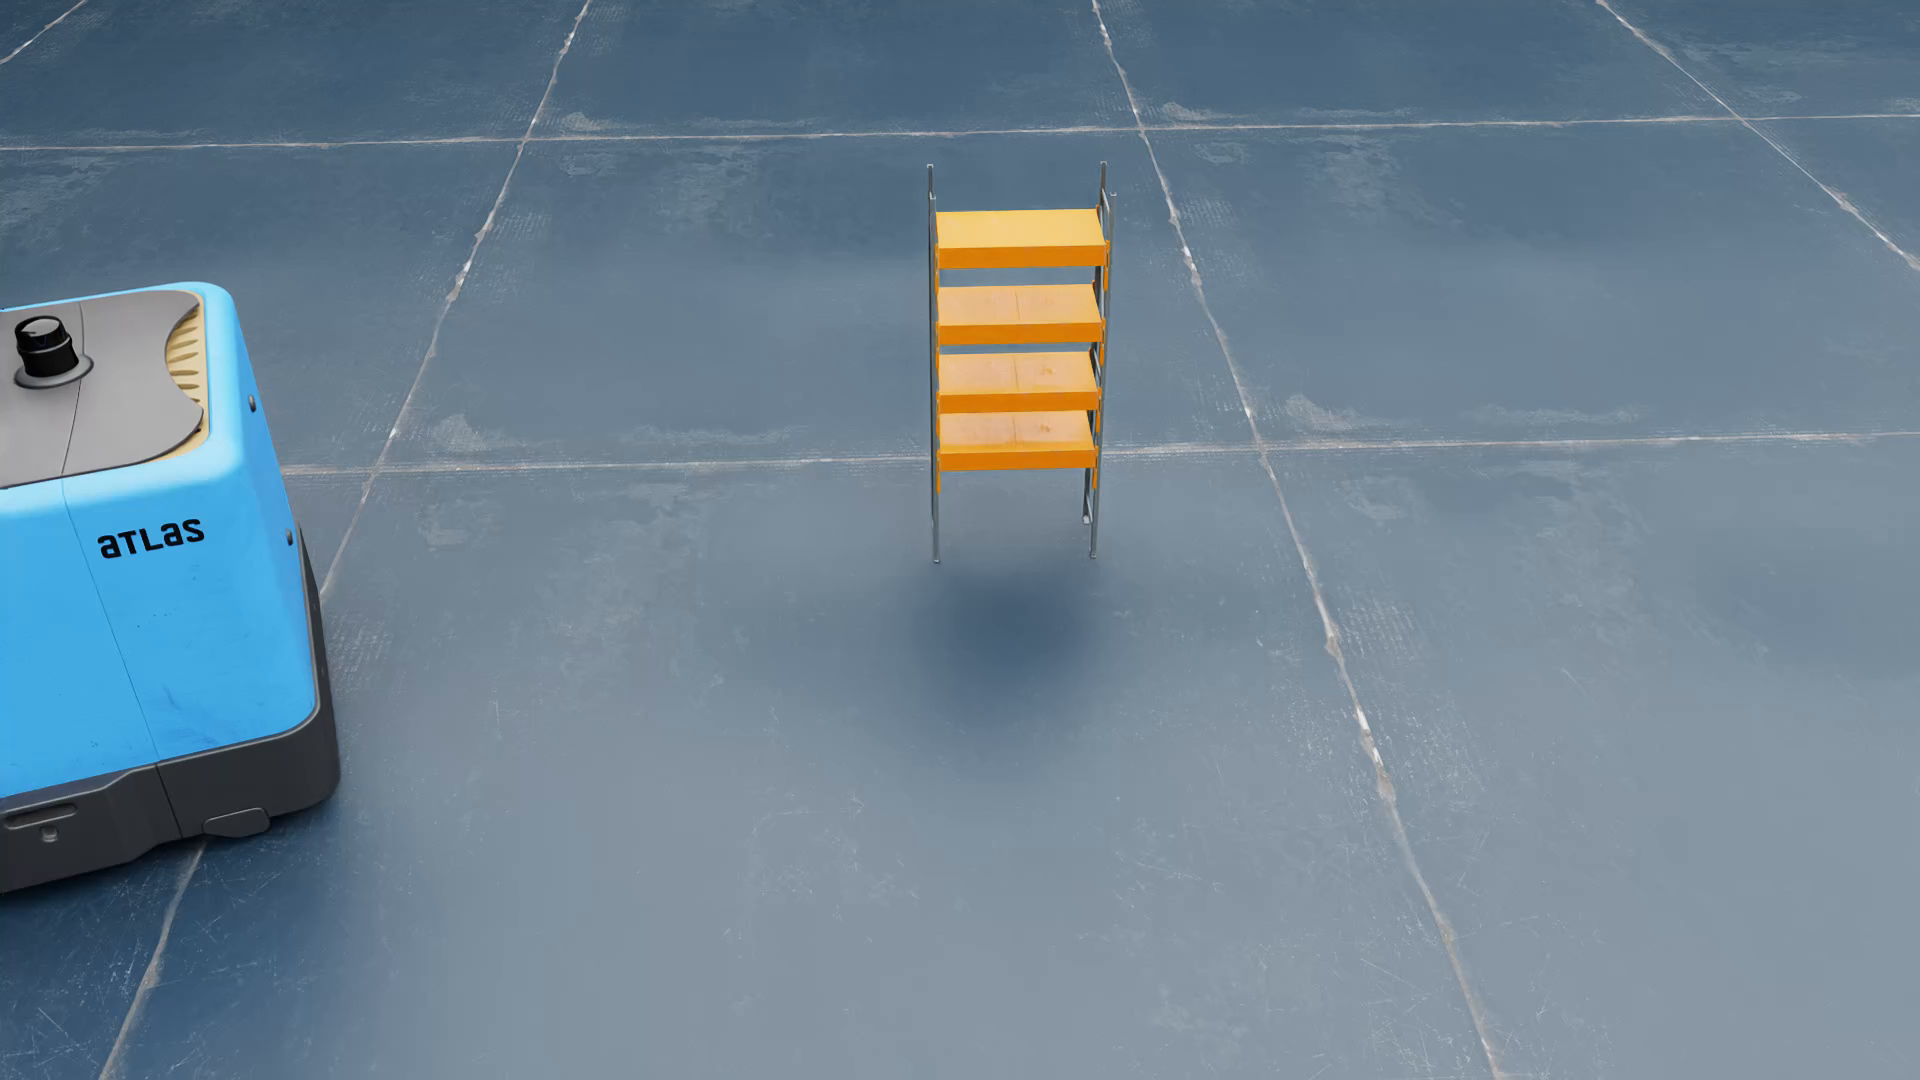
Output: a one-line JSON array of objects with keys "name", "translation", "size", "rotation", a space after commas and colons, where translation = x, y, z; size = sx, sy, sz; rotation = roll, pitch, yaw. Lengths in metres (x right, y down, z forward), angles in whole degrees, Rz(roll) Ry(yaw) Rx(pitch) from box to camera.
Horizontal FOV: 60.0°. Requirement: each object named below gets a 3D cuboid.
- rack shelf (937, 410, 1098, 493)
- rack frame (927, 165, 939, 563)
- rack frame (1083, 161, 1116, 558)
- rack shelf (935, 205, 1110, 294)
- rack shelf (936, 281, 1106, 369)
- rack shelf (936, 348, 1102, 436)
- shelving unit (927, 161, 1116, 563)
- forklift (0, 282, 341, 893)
[{"name": "rack shelf", "translation": [0.165, -0.279, 5.066], "size": [0.480, 0.148, 0.258], "rotation": [-2, 35, -2]}, {"name": "rack frame", "translation": [-0.078, -0.491, 4.905], "size": [0.015, 1.200, 0.240], "rotation": [-2, 35, -2]}, {"name": "rack frame", "translation": [0.409, -0.504, 4.924], "size": [0.015, 1.200, 0.240], "rotation": [-2, 35, -2]}, {"name": "rack shelf", "translation": [0.165, -0.821, 4.691], "size": [0.480, 0.148, 0.258], "rotation": [-2, 35, -2]}, {"name": "rack shelf", "translation": [0.165, -0.626, 4.826], "size": [0.480, 0.148, 0.258], "rotation": [-2, 35, -2]}, {"name": "rack shelf", "translation": [0.165, -0.443, 4.953], "size": [0.480, 0.148, 0.258], "rotation": [-2, 35, -2]}, {"name": "shelving unit", "translation": [0.165, -0.498, 4.915], "size": [0.503, 1.200, 0.258], "rotation": [-2, 35, -2]}, {"name": "forklift", "translation": [-3.150, -0.456, 3.334], "size": [3.031, 2.935, 1.130], "rotation": [-13, 37, -18]}]
